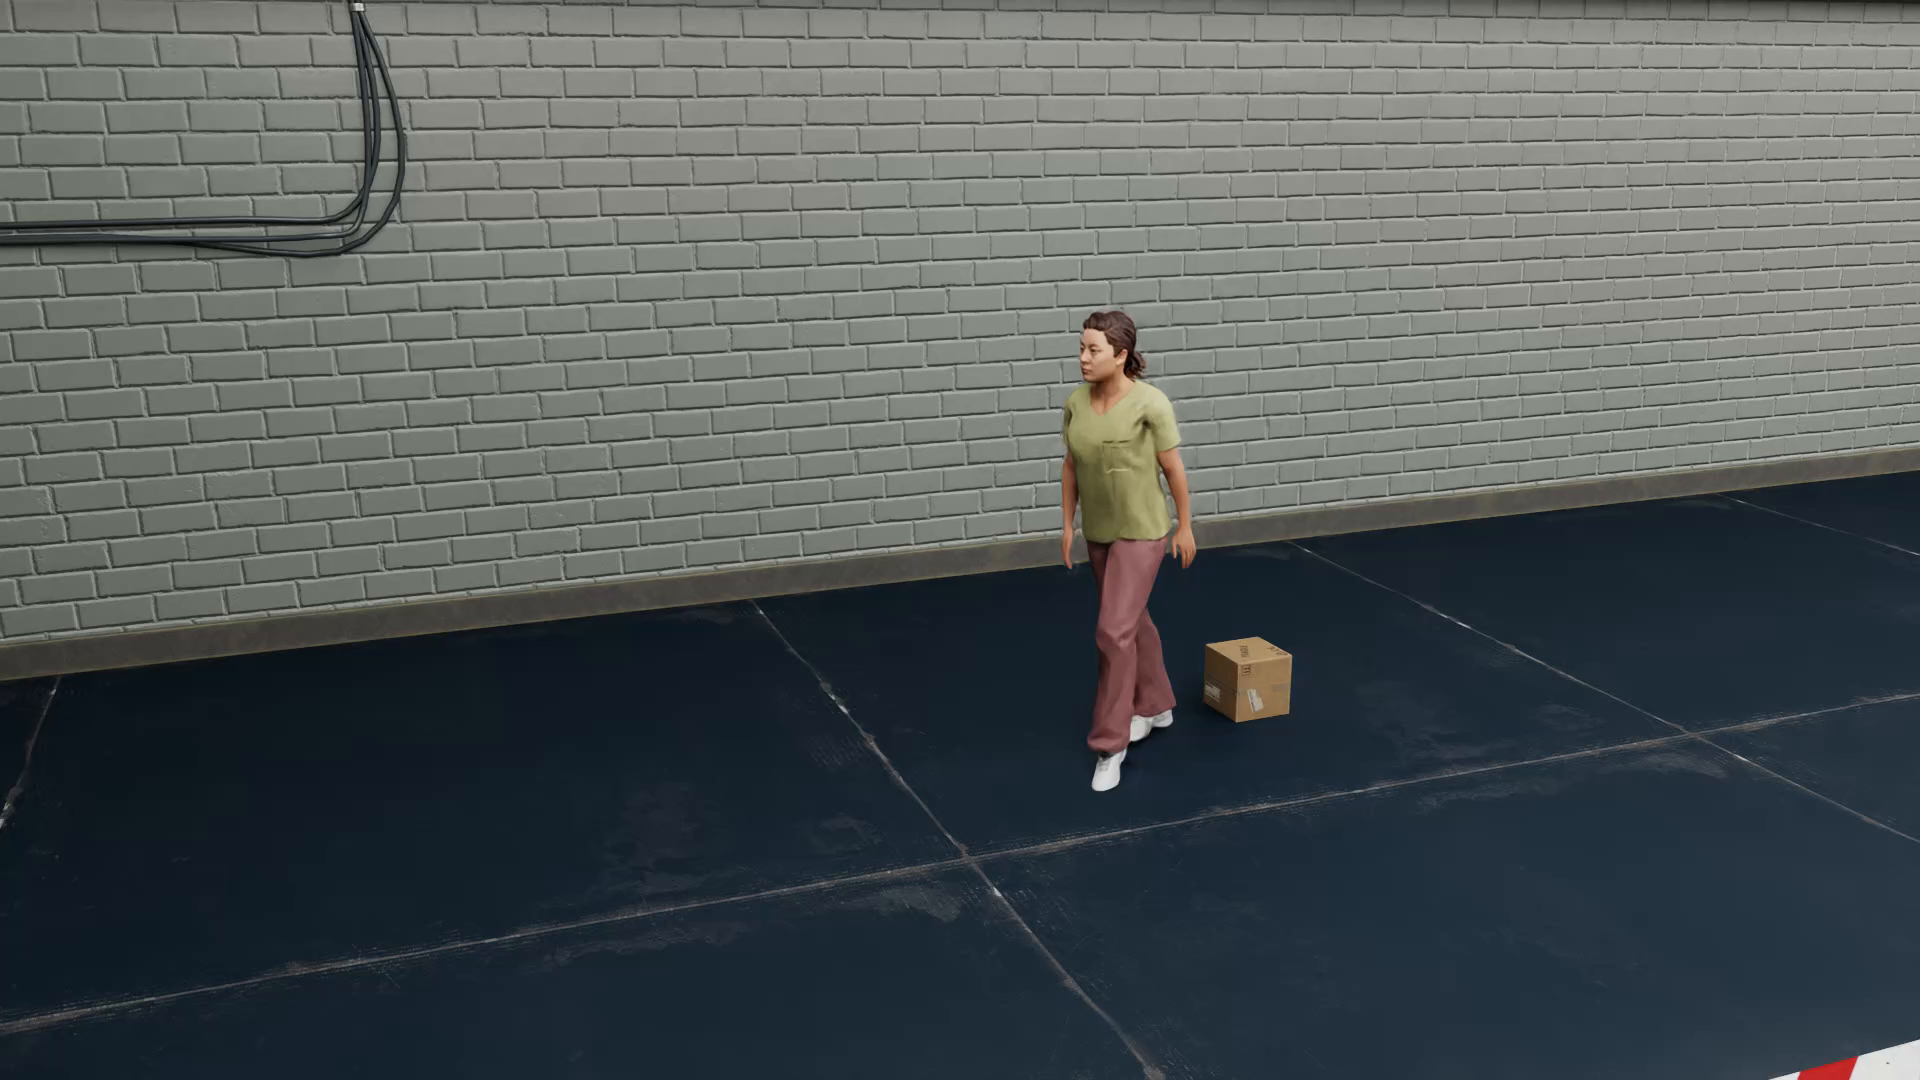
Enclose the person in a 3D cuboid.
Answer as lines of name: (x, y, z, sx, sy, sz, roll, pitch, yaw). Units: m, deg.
person: (0.577, 0.009, 6.059, 0.470, 1.699, 0.644, 15, 22, 43)
